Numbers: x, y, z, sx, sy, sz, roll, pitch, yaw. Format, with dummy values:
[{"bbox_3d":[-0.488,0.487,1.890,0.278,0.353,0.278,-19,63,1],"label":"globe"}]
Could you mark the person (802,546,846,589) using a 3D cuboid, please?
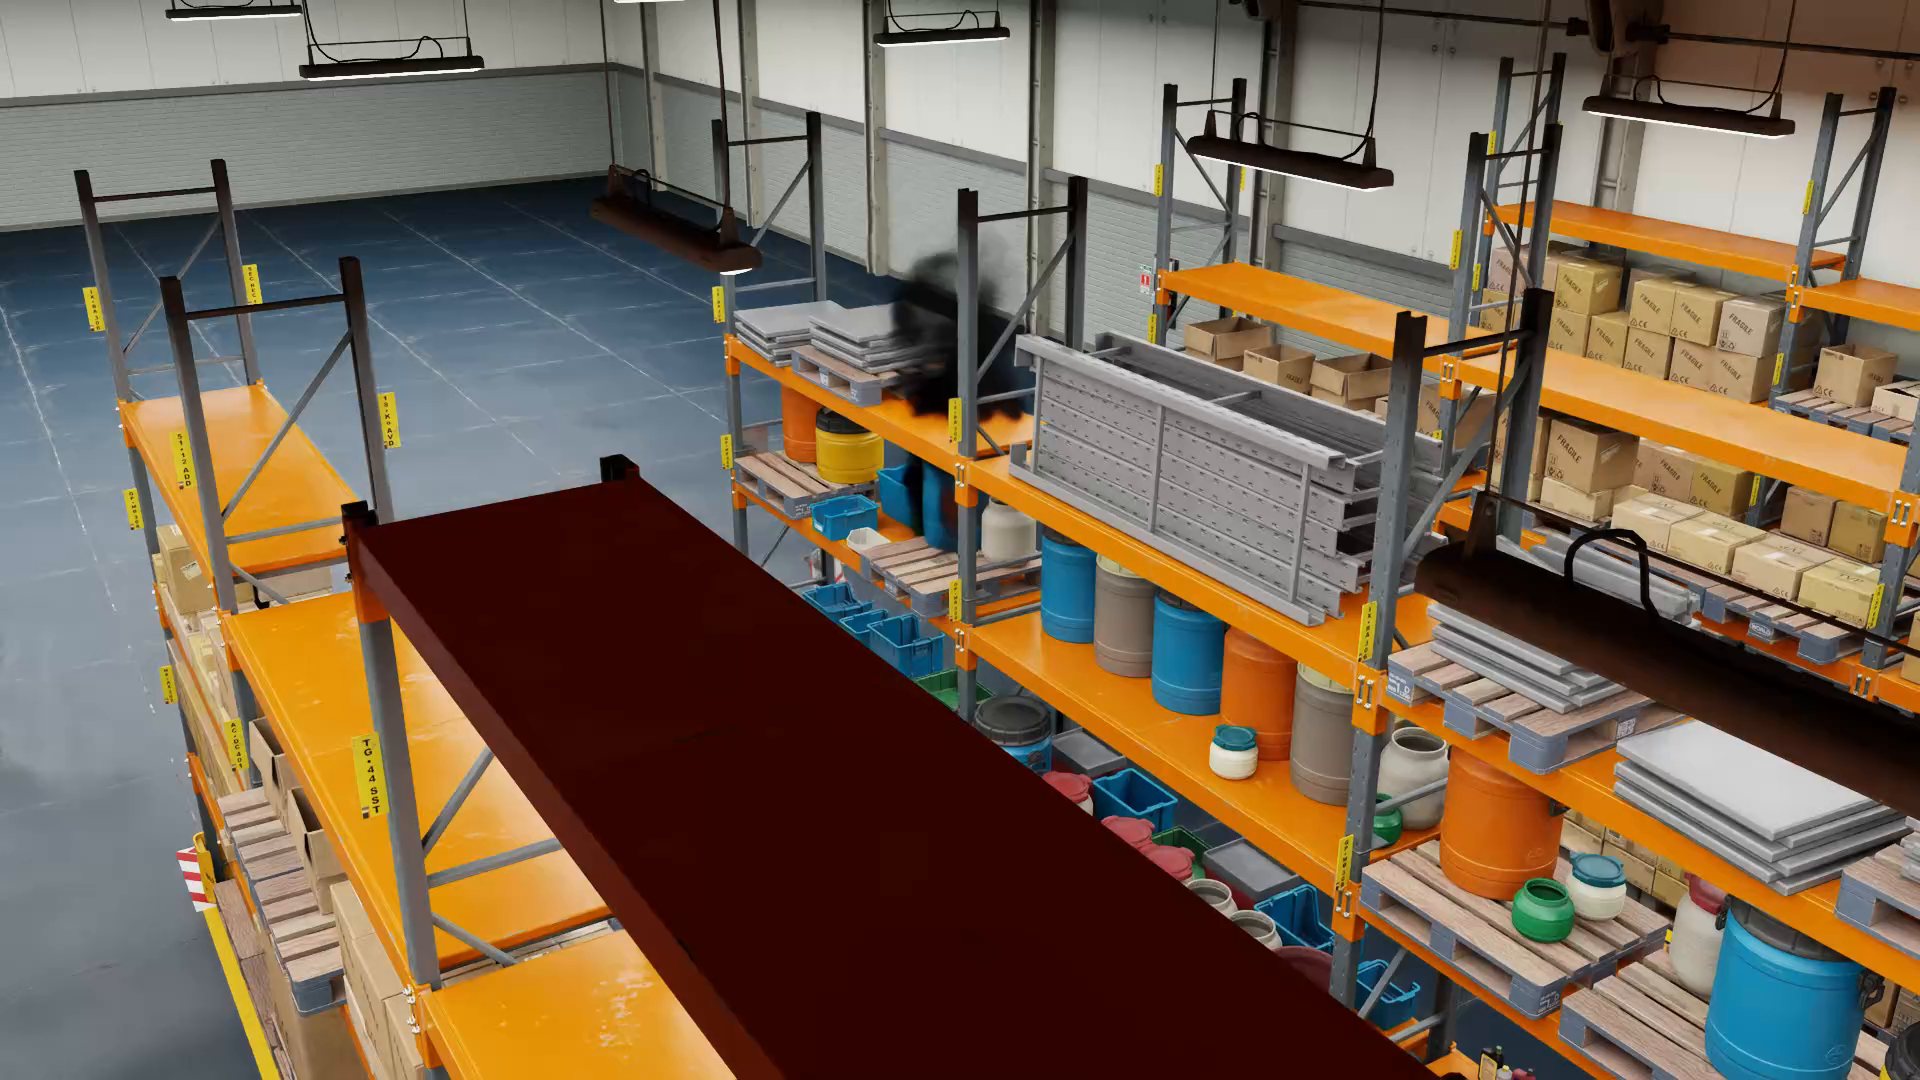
[{"bbox_3d":[-1.386,0.586,17.526,0.686,1.832,0.663,10,24,24],"label":"person"}]
